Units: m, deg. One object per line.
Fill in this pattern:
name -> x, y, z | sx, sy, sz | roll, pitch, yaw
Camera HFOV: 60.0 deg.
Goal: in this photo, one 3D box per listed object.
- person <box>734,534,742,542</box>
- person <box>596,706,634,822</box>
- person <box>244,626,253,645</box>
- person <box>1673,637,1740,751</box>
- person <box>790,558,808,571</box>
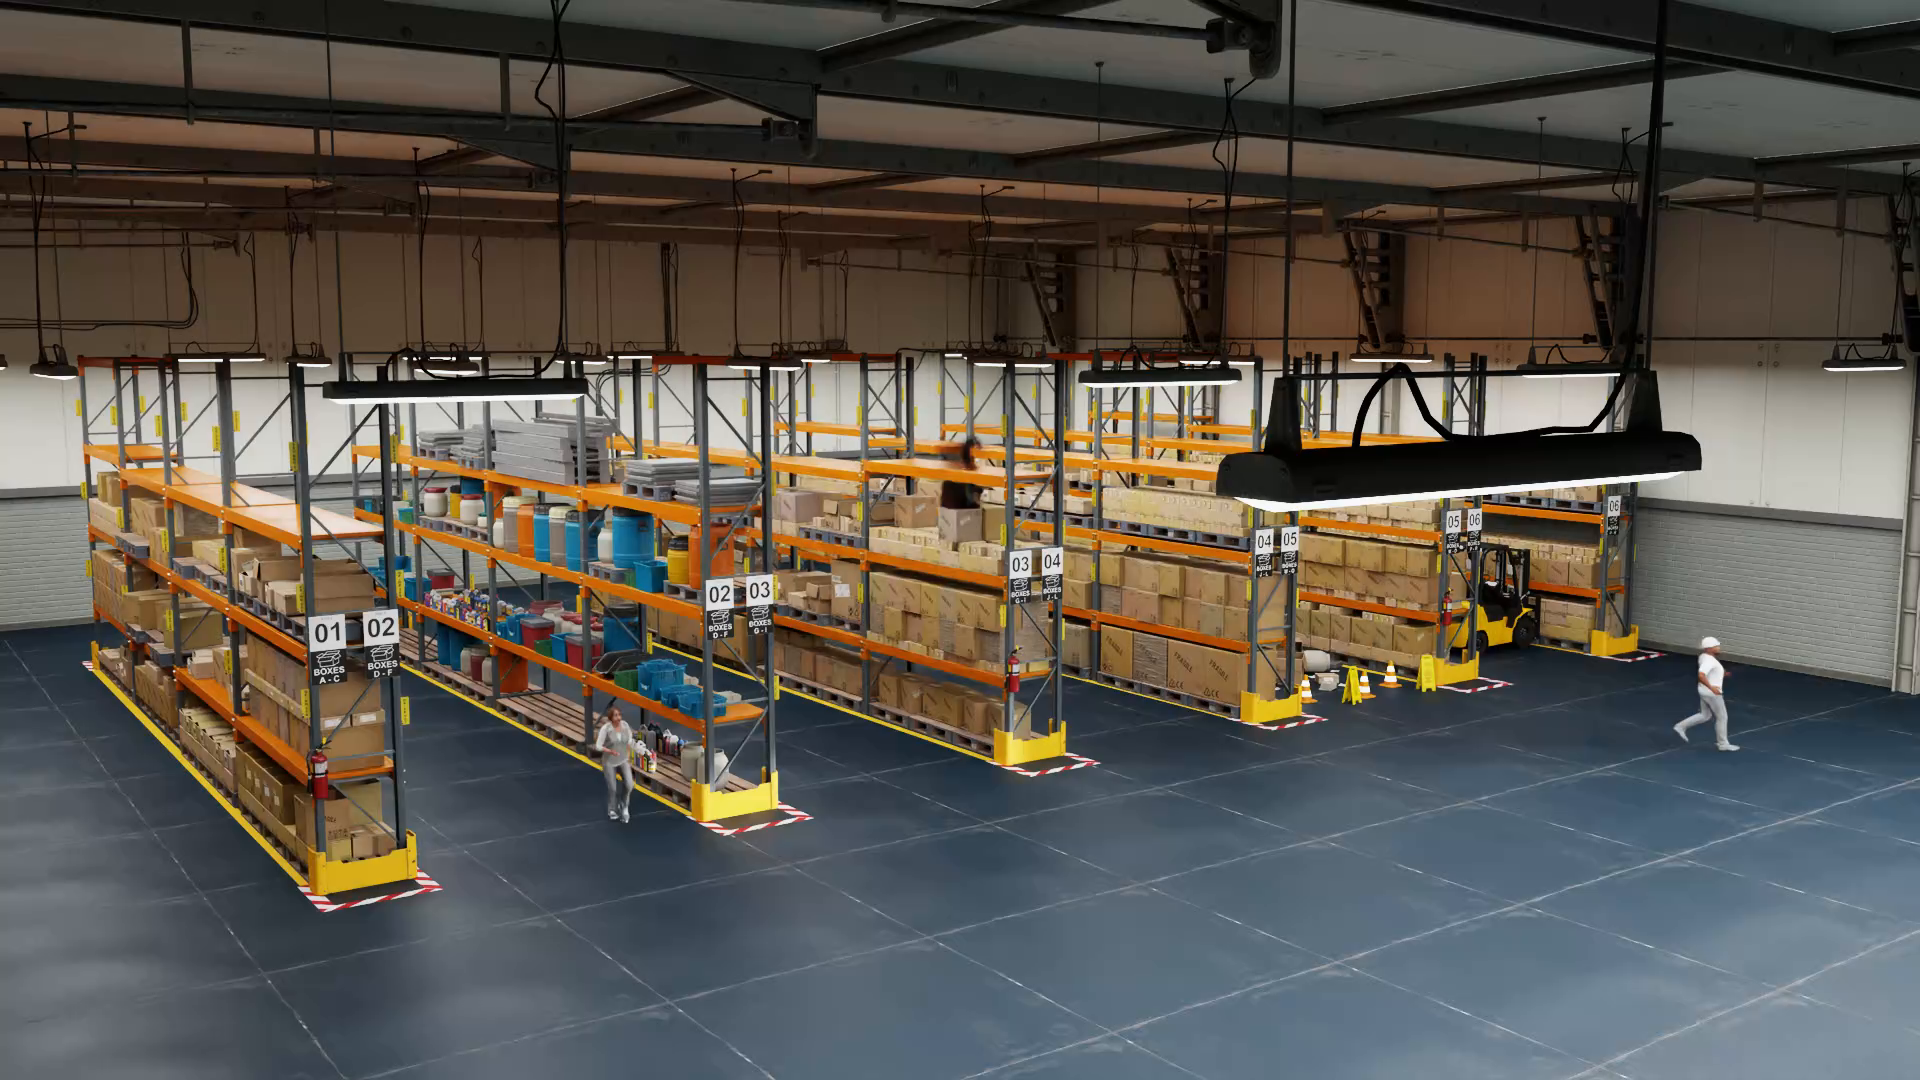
person -> -5.529, 0.608, 40.176 | 0.763, 1.749, 0.939 | 1, 7, 8
person -> -4.479, 2.921, 21.711 | 0.547, 1.557, 0.682 | -4, 8, -30
person -> -13.925, 1.559, 32.325 | 0.743, 1.730, 0.564 | -7, 10, -44
person -> 11.524, 2.356, 25.579 | 0.949, 1.748, 0.712 | 1, 7, 12
person -> -4.054, 0.380, 41.983 | 0.932, 1.751, 0.736 | 1, 7, 10
